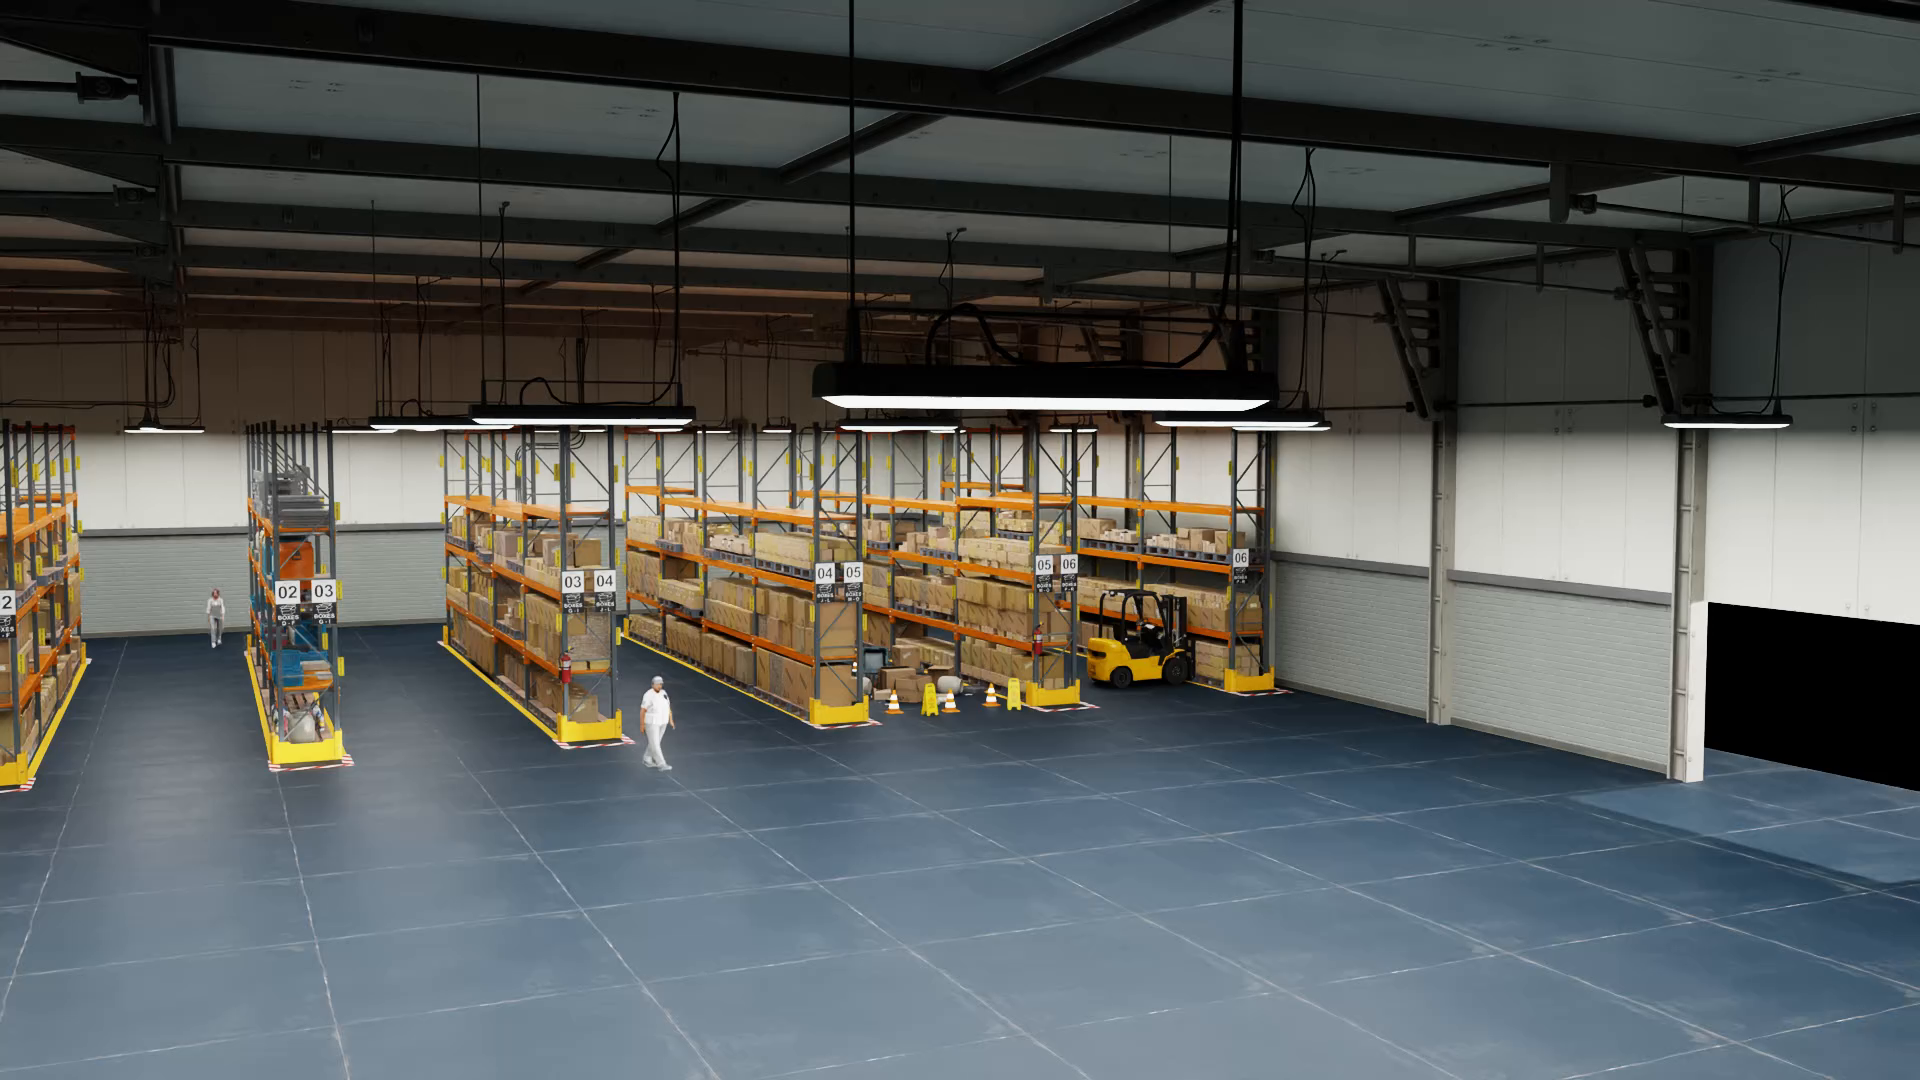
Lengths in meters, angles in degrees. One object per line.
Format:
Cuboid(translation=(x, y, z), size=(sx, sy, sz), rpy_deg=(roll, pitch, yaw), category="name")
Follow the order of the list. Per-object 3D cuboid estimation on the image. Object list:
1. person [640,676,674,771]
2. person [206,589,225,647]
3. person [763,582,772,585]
Cuboid(translation=(-5.139, 3.123, 28.340), size=(1.040, 1.603, 0.535), rpy_deg=(3, 5, 38), category="person")
Cuboid(translation=(-20.210, 2.122, 45.141), size=(0.447, 1.510, 0.972), rpy_deg=(-2, 4, -24), category="person")
Cuboid(translation=(-5.208, 2.038, 45.113), size=(0.431, 1.808, 0.586), rpy_deg=(2, 4, 27), category="person")
